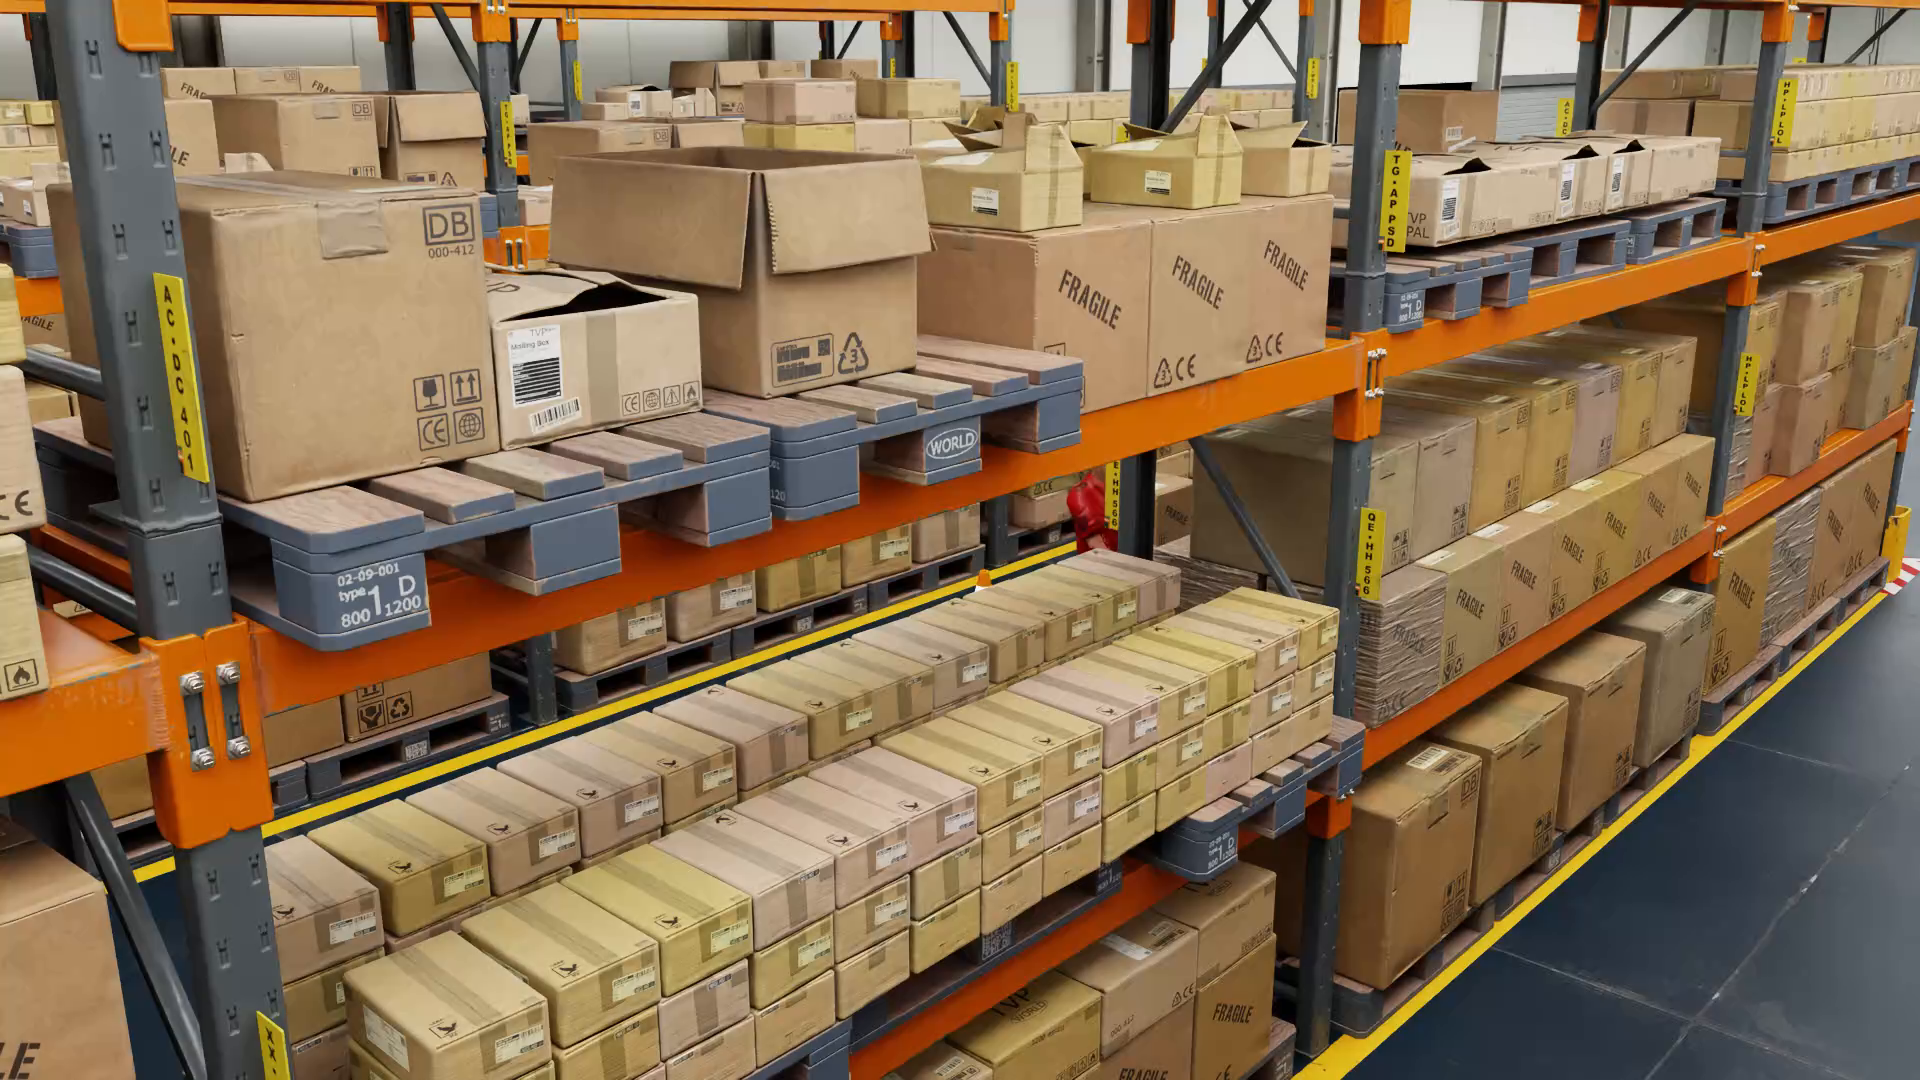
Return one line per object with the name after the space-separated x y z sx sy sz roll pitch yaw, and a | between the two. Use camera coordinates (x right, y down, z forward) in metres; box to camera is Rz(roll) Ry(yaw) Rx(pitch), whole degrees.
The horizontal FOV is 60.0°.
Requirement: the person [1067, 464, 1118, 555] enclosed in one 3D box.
0.880 0.290 9.131 0.539 1.721 0.492 15 22 40 | person
